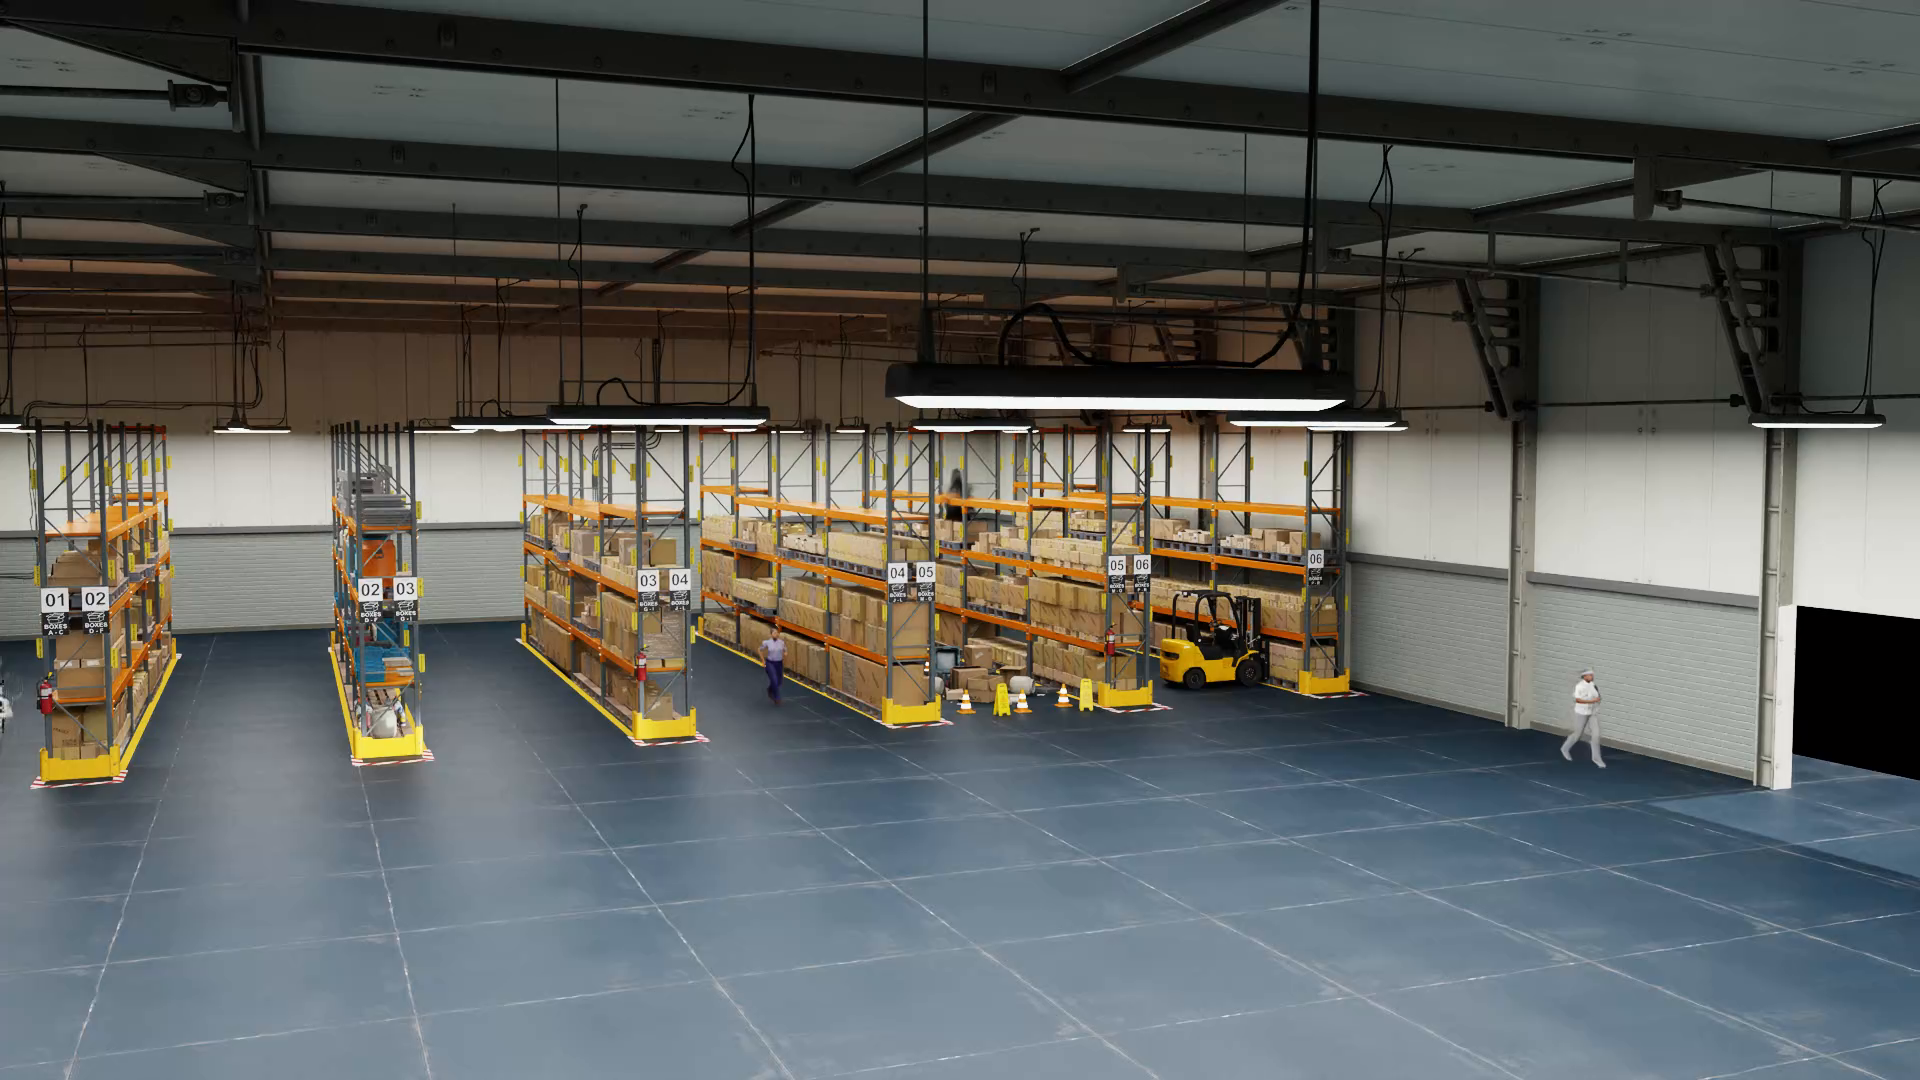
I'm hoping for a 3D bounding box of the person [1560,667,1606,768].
[{"bbox_3d":[10.866,3.049,28.945,0.595,1.724,0.870,-2,4,-29],"label":"person"}]

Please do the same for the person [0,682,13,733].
[{"bbox_3d":[-16.170,3.181,27.717,0.655,1.692,0.653,-3,5,-41],"label":"person"}]

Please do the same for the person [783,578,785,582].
[{"bbox_3d":[-4.930,1.923,47.175,0.676,1.727,0.699,-2,4,-23],"label":"person"}]

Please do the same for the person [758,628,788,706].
[{"bbox_3d":[-3.968,2.683,35.432,0.610,1.626,0.837,-2,4,-34],"label":"person"}]
